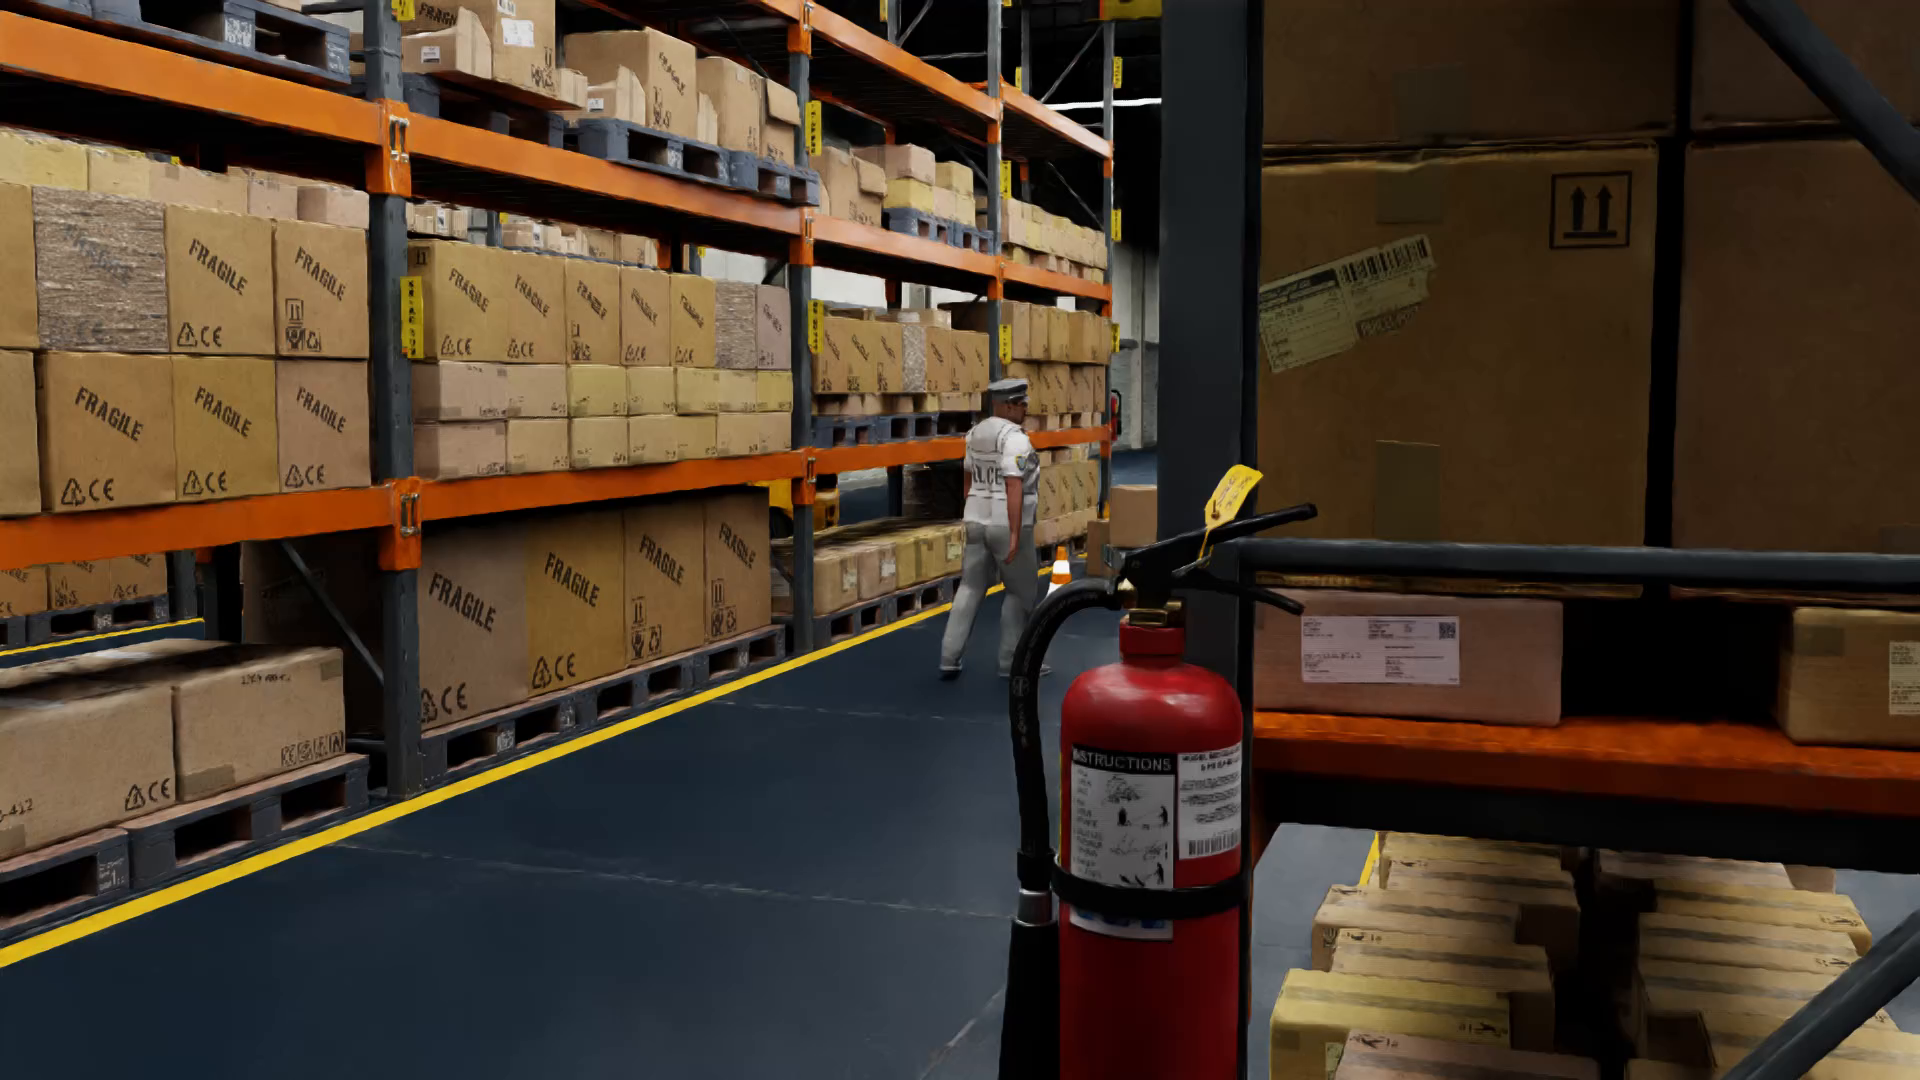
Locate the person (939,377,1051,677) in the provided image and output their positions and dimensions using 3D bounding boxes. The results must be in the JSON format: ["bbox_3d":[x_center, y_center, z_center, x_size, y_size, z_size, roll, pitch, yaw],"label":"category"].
[{"bbox_3d":[0.189,-0.070,9.701,0.612,1.749,0.606,-4,7,-40],"label":"person"}]
